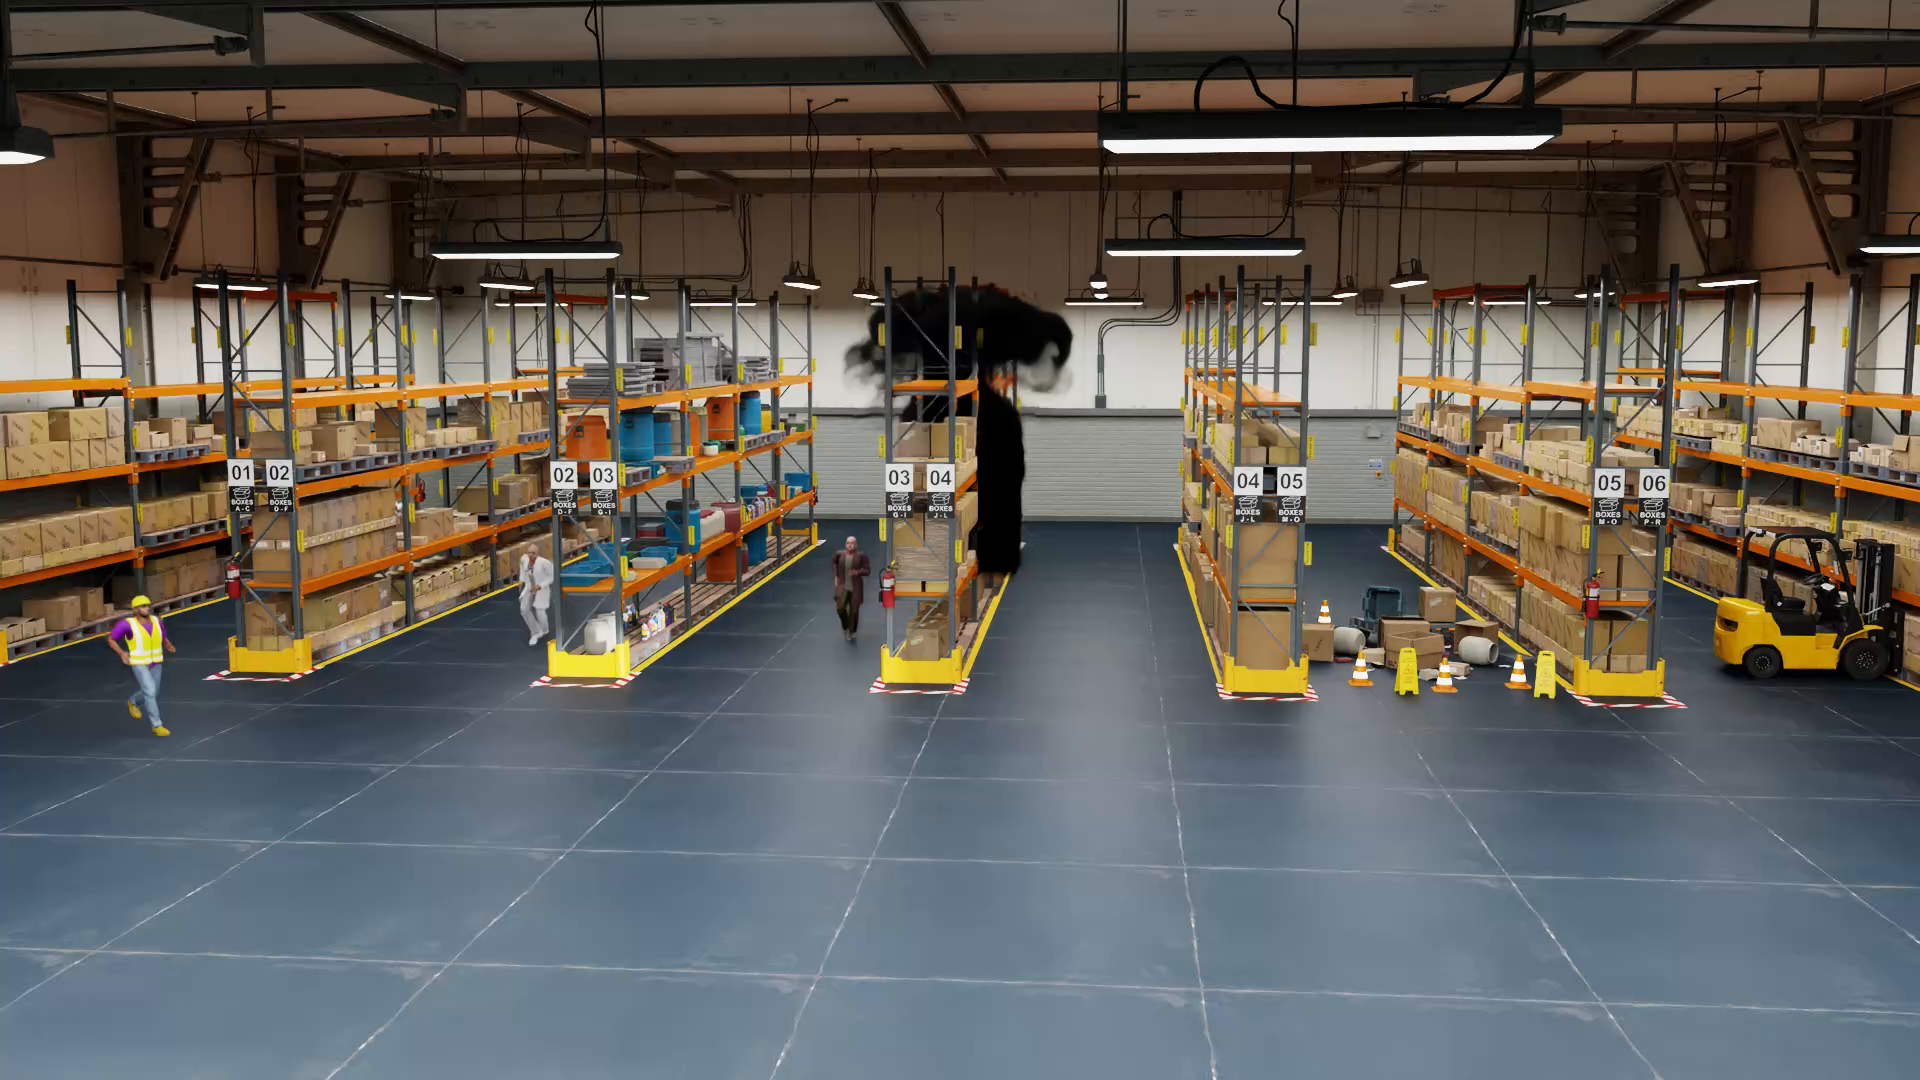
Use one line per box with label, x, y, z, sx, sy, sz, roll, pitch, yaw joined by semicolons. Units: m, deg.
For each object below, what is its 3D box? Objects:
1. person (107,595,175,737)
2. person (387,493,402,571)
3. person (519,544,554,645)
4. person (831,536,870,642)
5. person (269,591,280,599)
person;-10.371;1.577;21.132;0.927;1.769;0.699;4;8;30
person;-12.295;-0.228;36.001;0.575;1.685;0.938;0;7;-2
person;-6.928;0.861;27.497;0.715;1.674;0.935;1;7;11
person;-1.817;0.811;27.390;0.677;1.763;0.795;1;7;6
person;-12.133;0.603;29.383;0.529;1.696;0.887;0;7;-2
